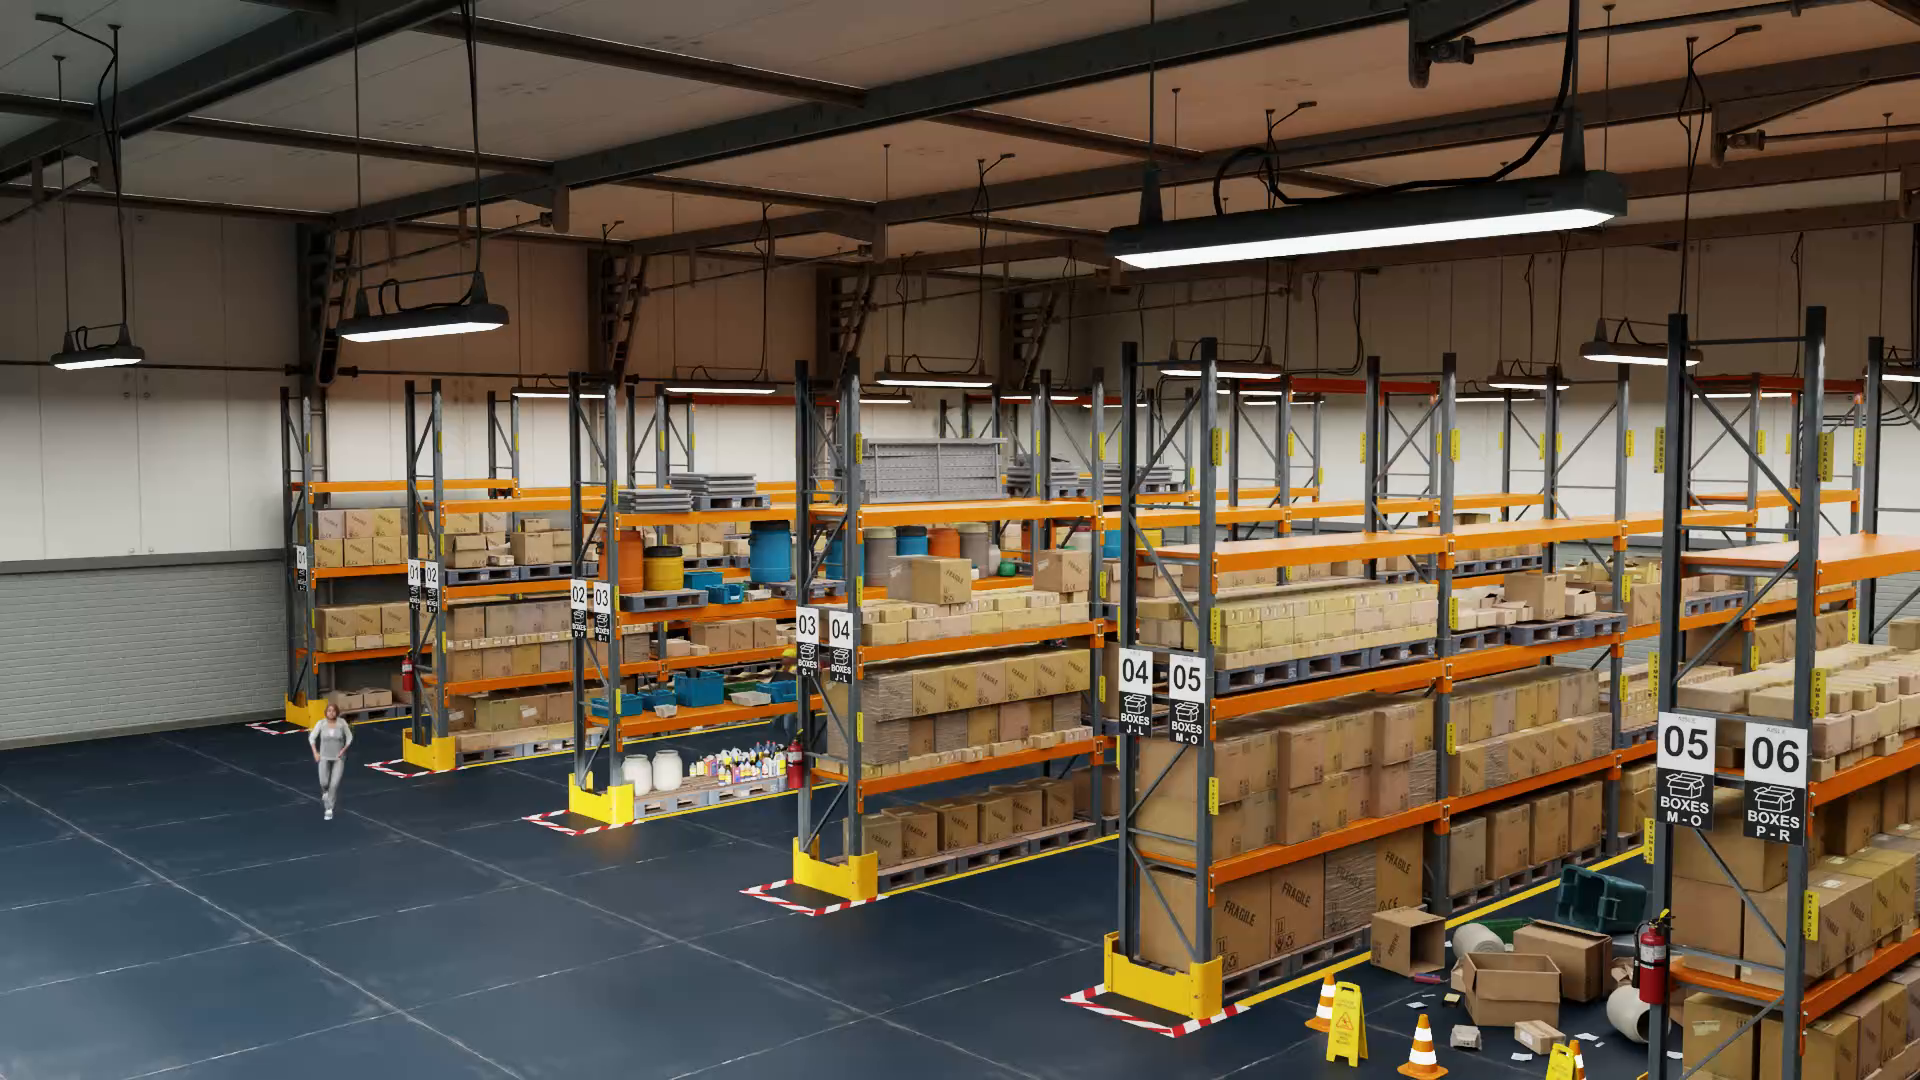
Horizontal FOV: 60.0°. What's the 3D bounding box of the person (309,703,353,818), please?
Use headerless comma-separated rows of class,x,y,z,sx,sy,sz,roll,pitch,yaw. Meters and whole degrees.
person,-8.481,2.968,22.446,0.552,1.547,0.532,-1,4,-22

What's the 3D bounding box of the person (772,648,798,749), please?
person,-2.743,2.597,26.634,0.573,1.730,0.705,-3,5,-44
